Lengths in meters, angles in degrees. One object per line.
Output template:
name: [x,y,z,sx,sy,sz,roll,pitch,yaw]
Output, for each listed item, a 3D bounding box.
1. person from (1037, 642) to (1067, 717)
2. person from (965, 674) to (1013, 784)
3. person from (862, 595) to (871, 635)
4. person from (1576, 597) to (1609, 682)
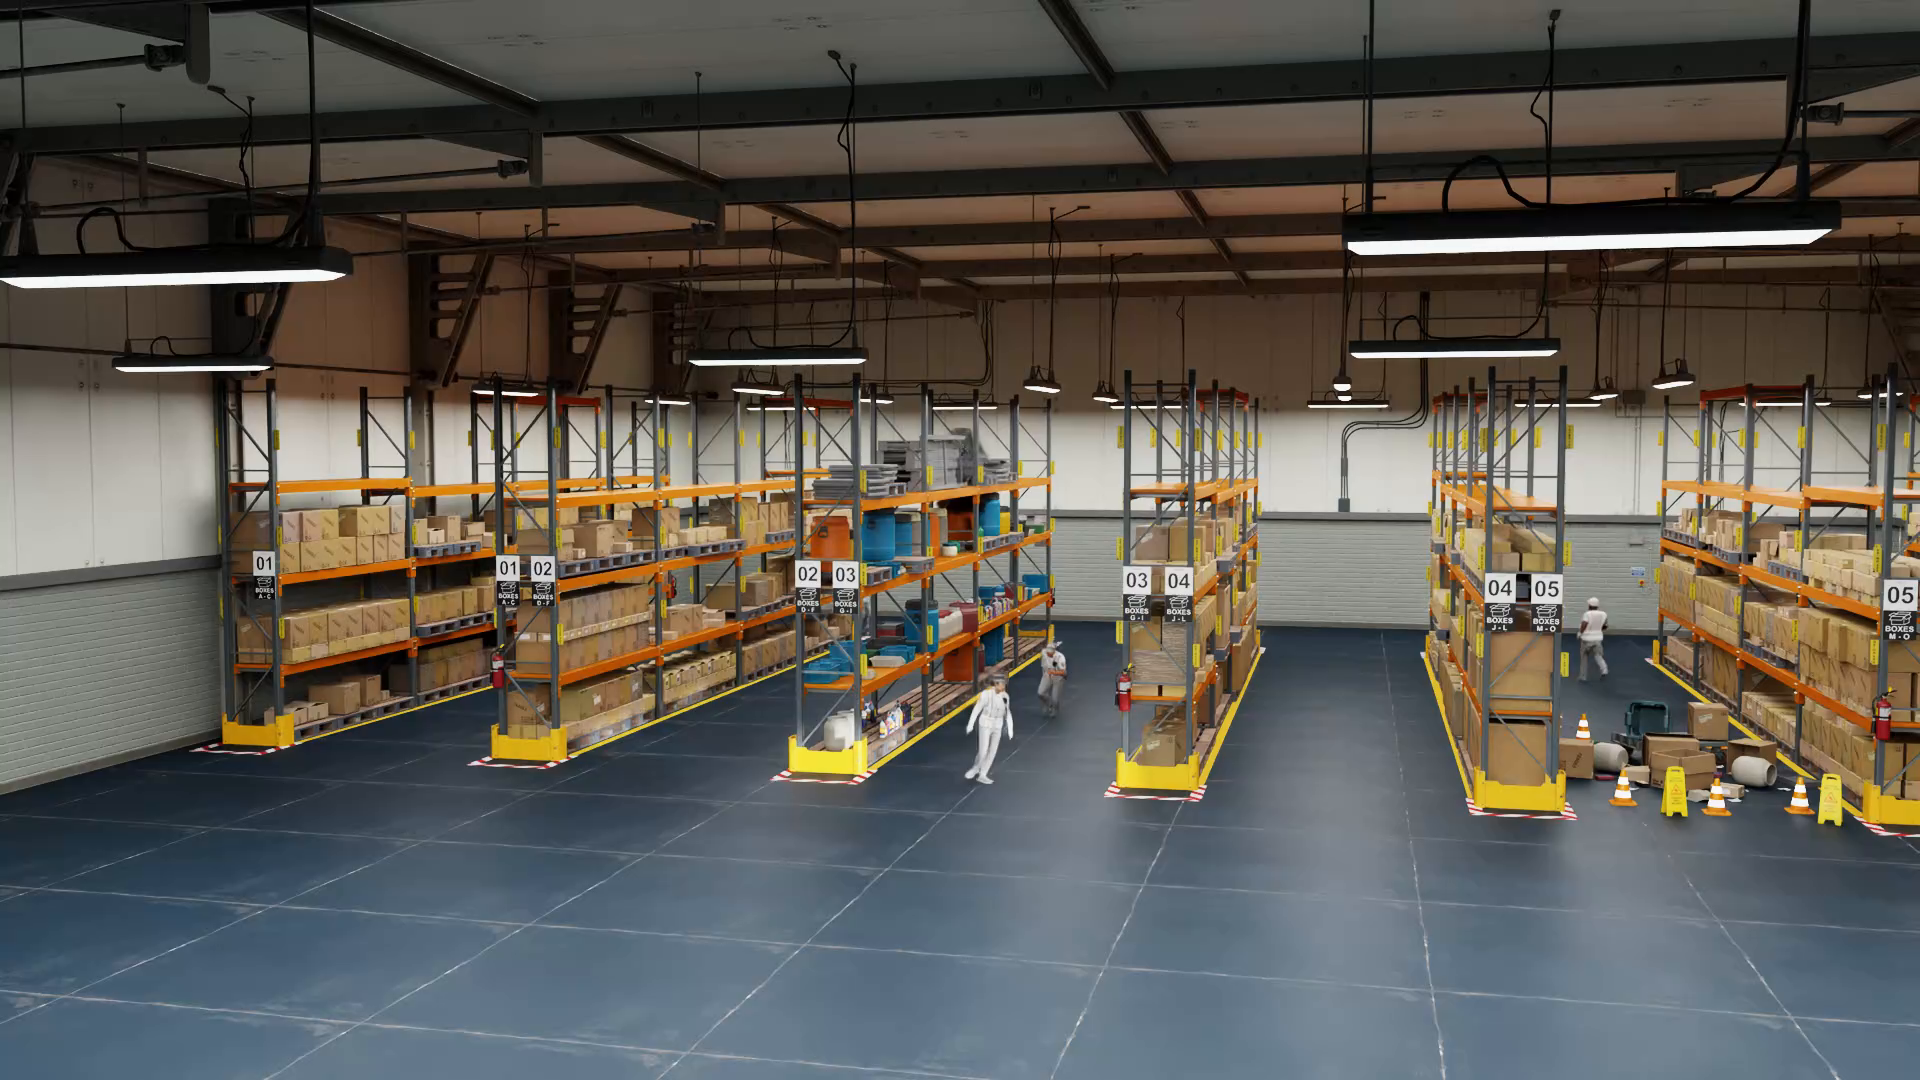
person: [1.654,2.499,29.734,0.611,1.422,0.958,1,4,22]
person: [0.442,2.746,24.191,0.632,1.629,0.510,-2,4,-26]
person: [-2.513,1.593,42.714,0.662,1.820,0.657,-3,4,-36]
person: [12.966,2.051,34.071,0.675,1.762,0.992,0,3,-3]
